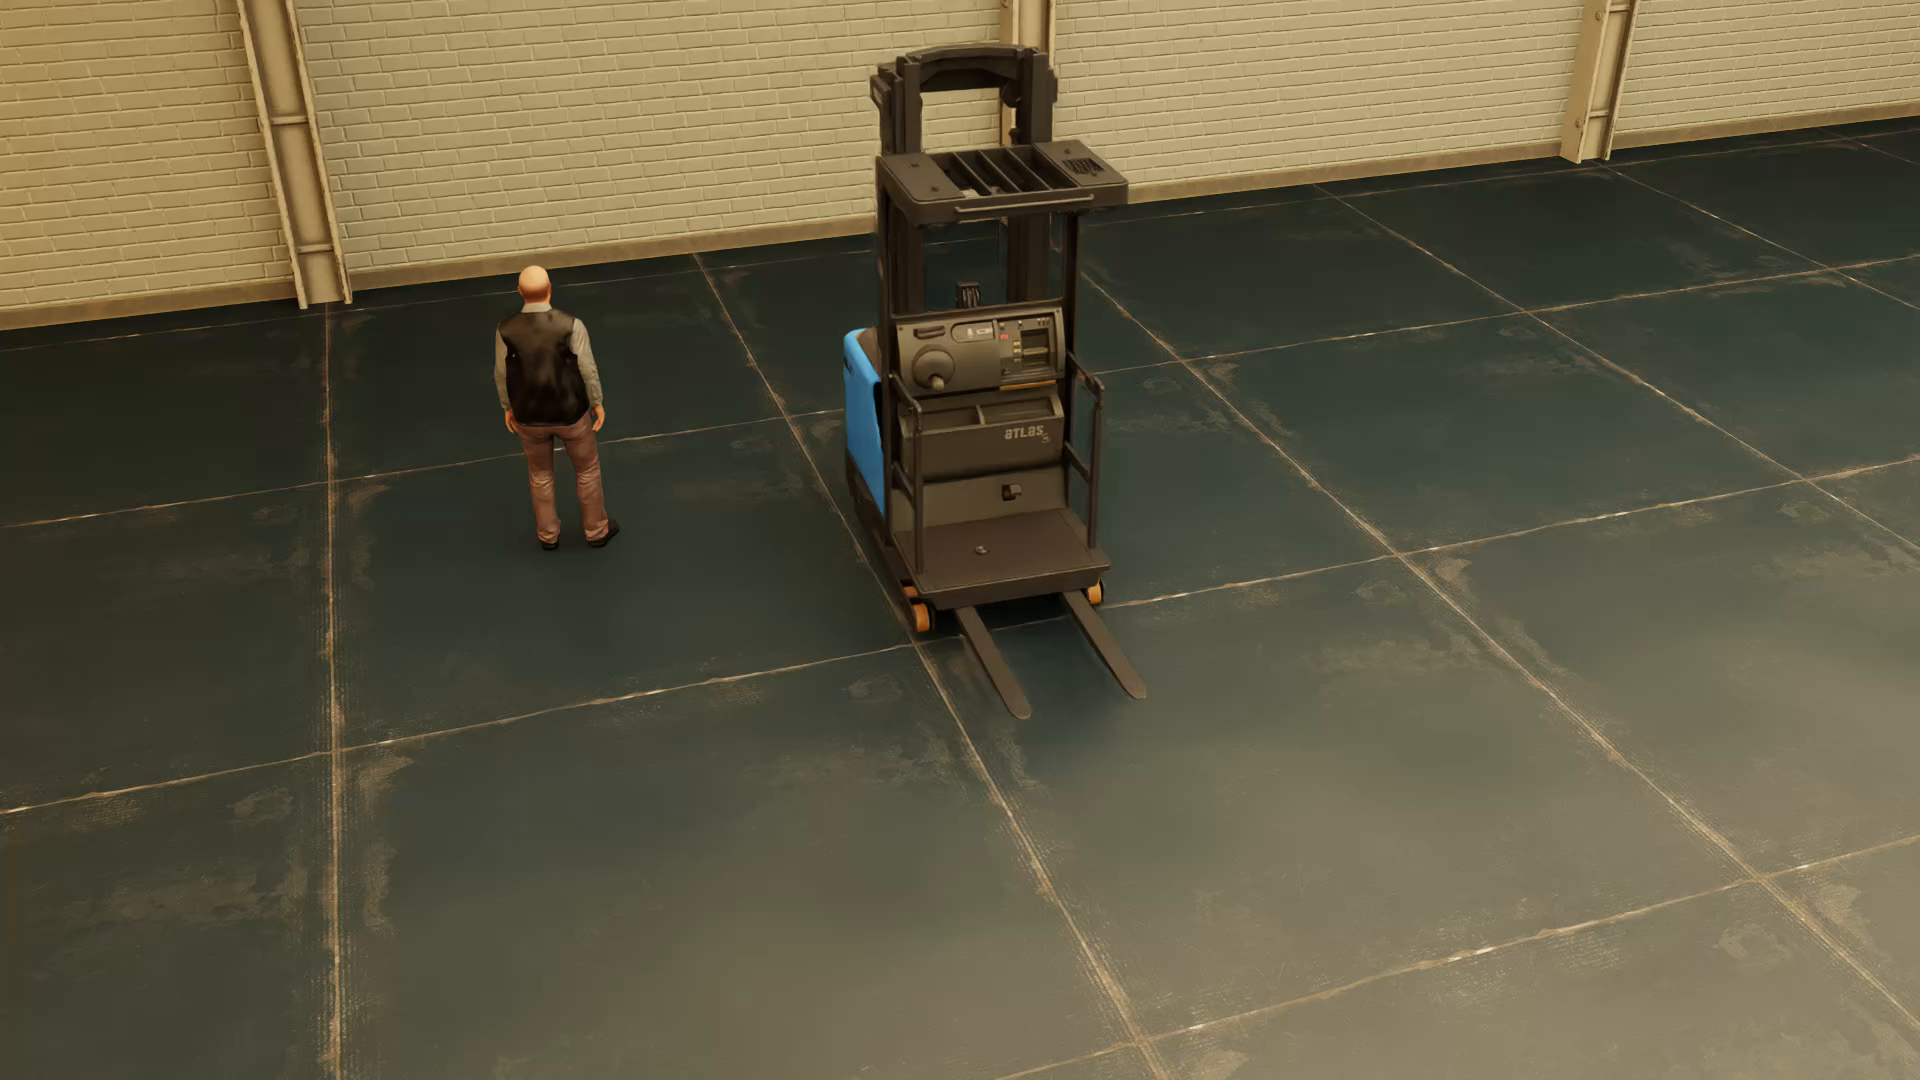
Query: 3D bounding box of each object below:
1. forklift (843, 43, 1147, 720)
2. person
[{"bbox_3d":[0.178,-0.979,8.788,1.130,2.935,3.031,-8,31,-14],"label":"forklift"},{"bbox_3d":[-2.345,-0.730,9.571,0.582,1.719,0.424,-2,30,-3],"label":"person"}]
